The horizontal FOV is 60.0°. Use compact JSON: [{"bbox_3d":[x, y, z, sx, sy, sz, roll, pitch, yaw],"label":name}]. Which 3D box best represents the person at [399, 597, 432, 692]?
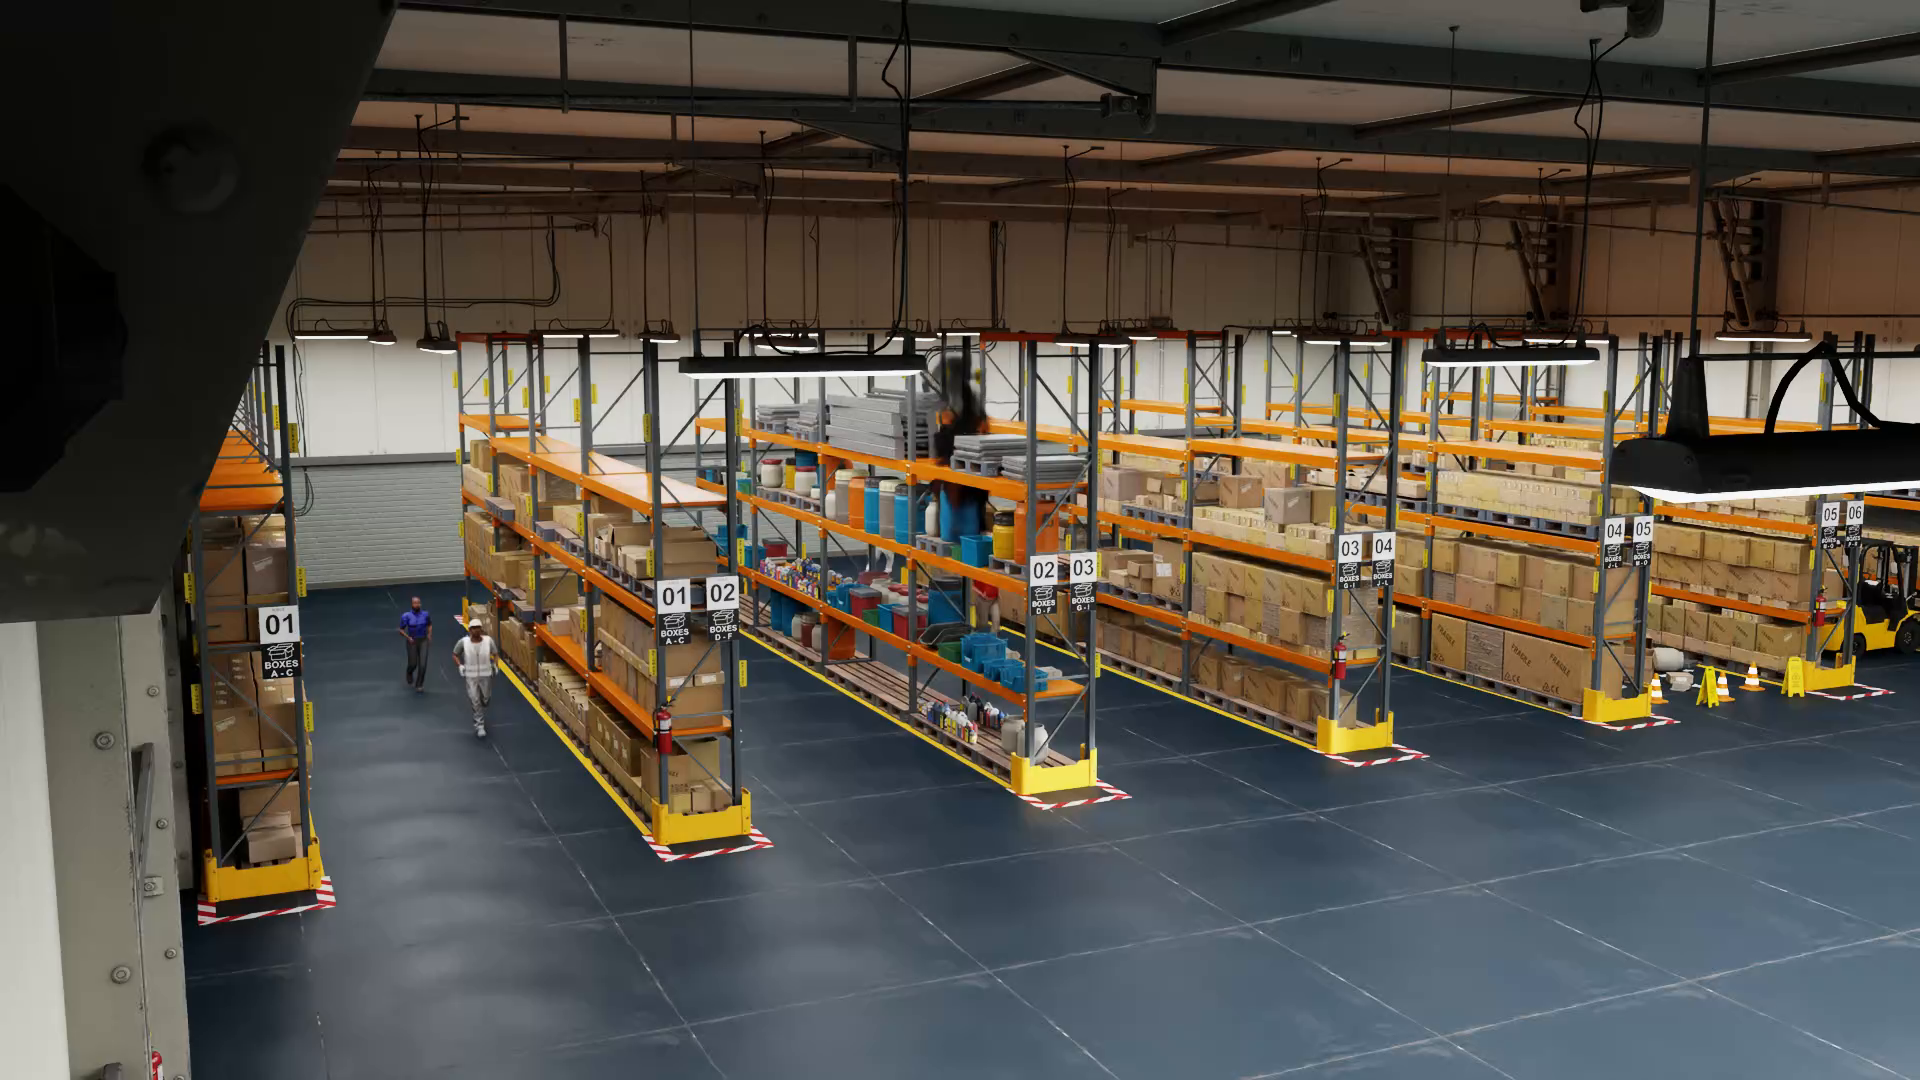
[{"bbox_3d":[-9.188,1.749,28.139,0.562,1.609,0.589,-5,9,-32],"label":"person"}]

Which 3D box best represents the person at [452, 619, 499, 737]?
[{"bbox_3d":[-7.366,2.067,25.342,0.681,1.759,0.778,-3,8,-23],"label":"person"}]

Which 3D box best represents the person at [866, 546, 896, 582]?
[{"bbox_3d":[-1.871,0.177,39.381,0.713,1.737,0.891,5,9,33],"label":"person"}]

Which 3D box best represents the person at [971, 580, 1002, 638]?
[{"bbox_3d":[0.511,1.197,31.901,0.651,1.709,0.893,-4,9,-27],"label":"person"}]
